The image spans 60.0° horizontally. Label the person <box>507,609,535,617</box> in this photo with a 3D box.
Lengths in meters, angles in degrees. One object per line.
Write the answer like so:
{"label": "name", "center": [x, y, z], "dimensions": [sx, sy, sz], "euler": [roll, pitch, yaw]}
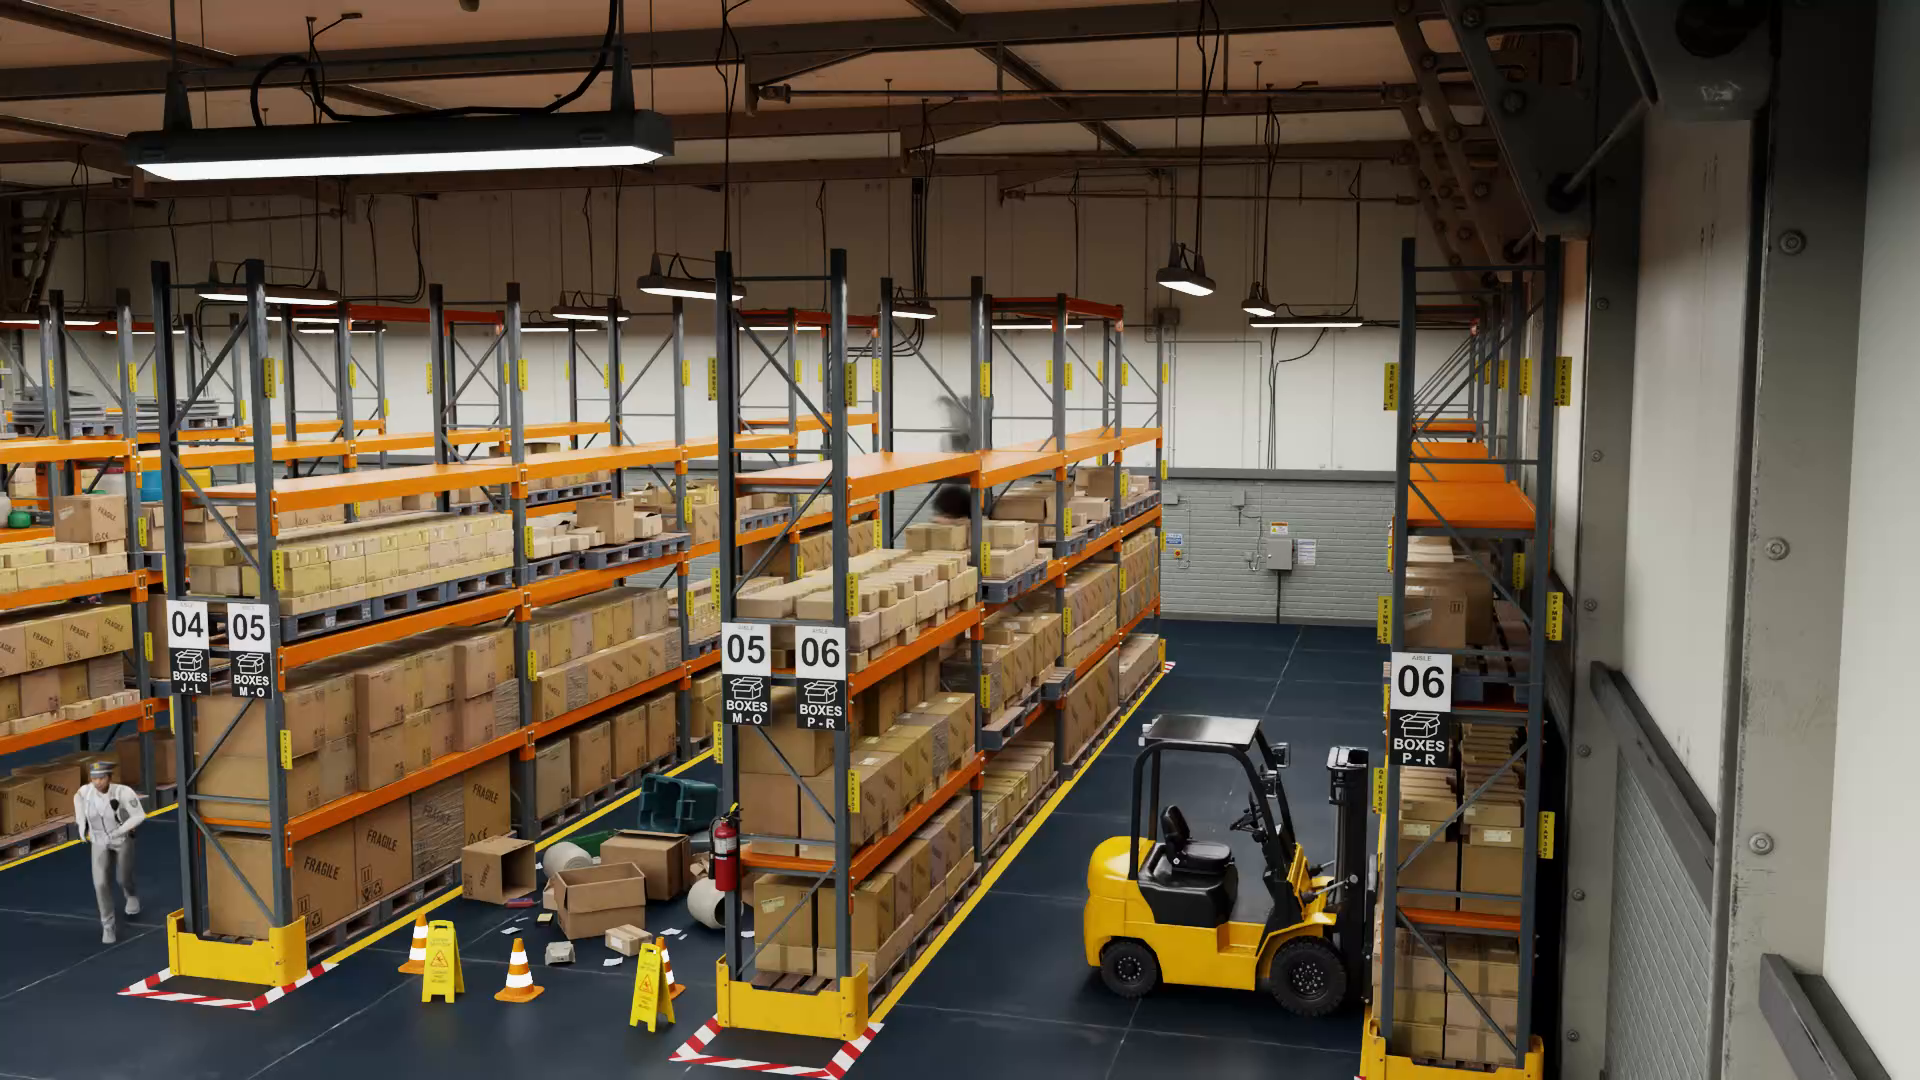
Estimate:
{"label": "person", "center": [-6.441, 1.673, 24.677], "dimensions": [0.703, 1.832, 0.850], "euler": [1, 6, 9]}

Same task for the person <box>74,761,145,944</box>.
{"label": "person", "center": [-7.725, 2.785, 15.175], "dimensions": [0.654, 1.698, 0.895], "euler": [-1, 6, -10]}
